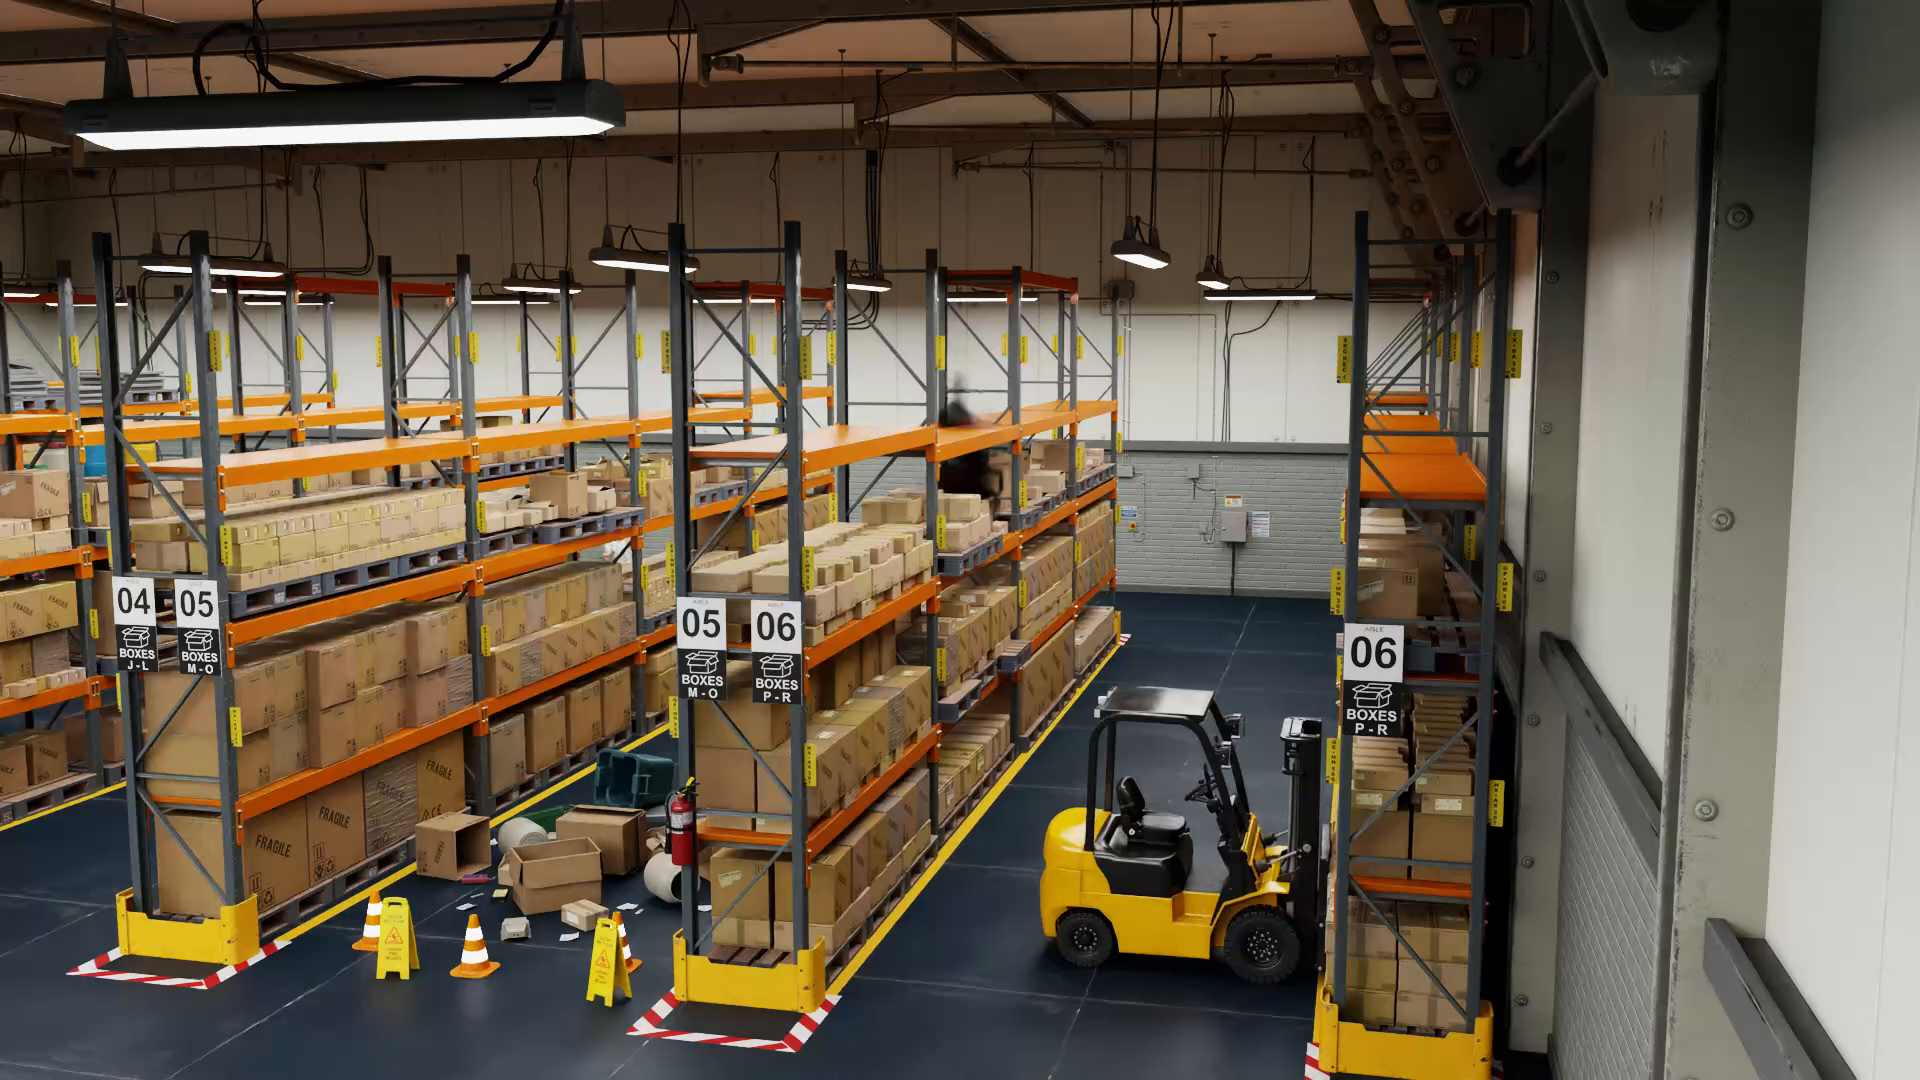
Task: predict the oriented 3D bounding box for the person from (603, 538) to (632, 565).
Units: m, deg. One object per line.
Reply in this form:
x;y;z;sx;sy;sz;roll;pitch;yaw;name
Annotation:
-6.227;0.570;30.782;0.714;1.756;0.686;-4;8;-28;person
